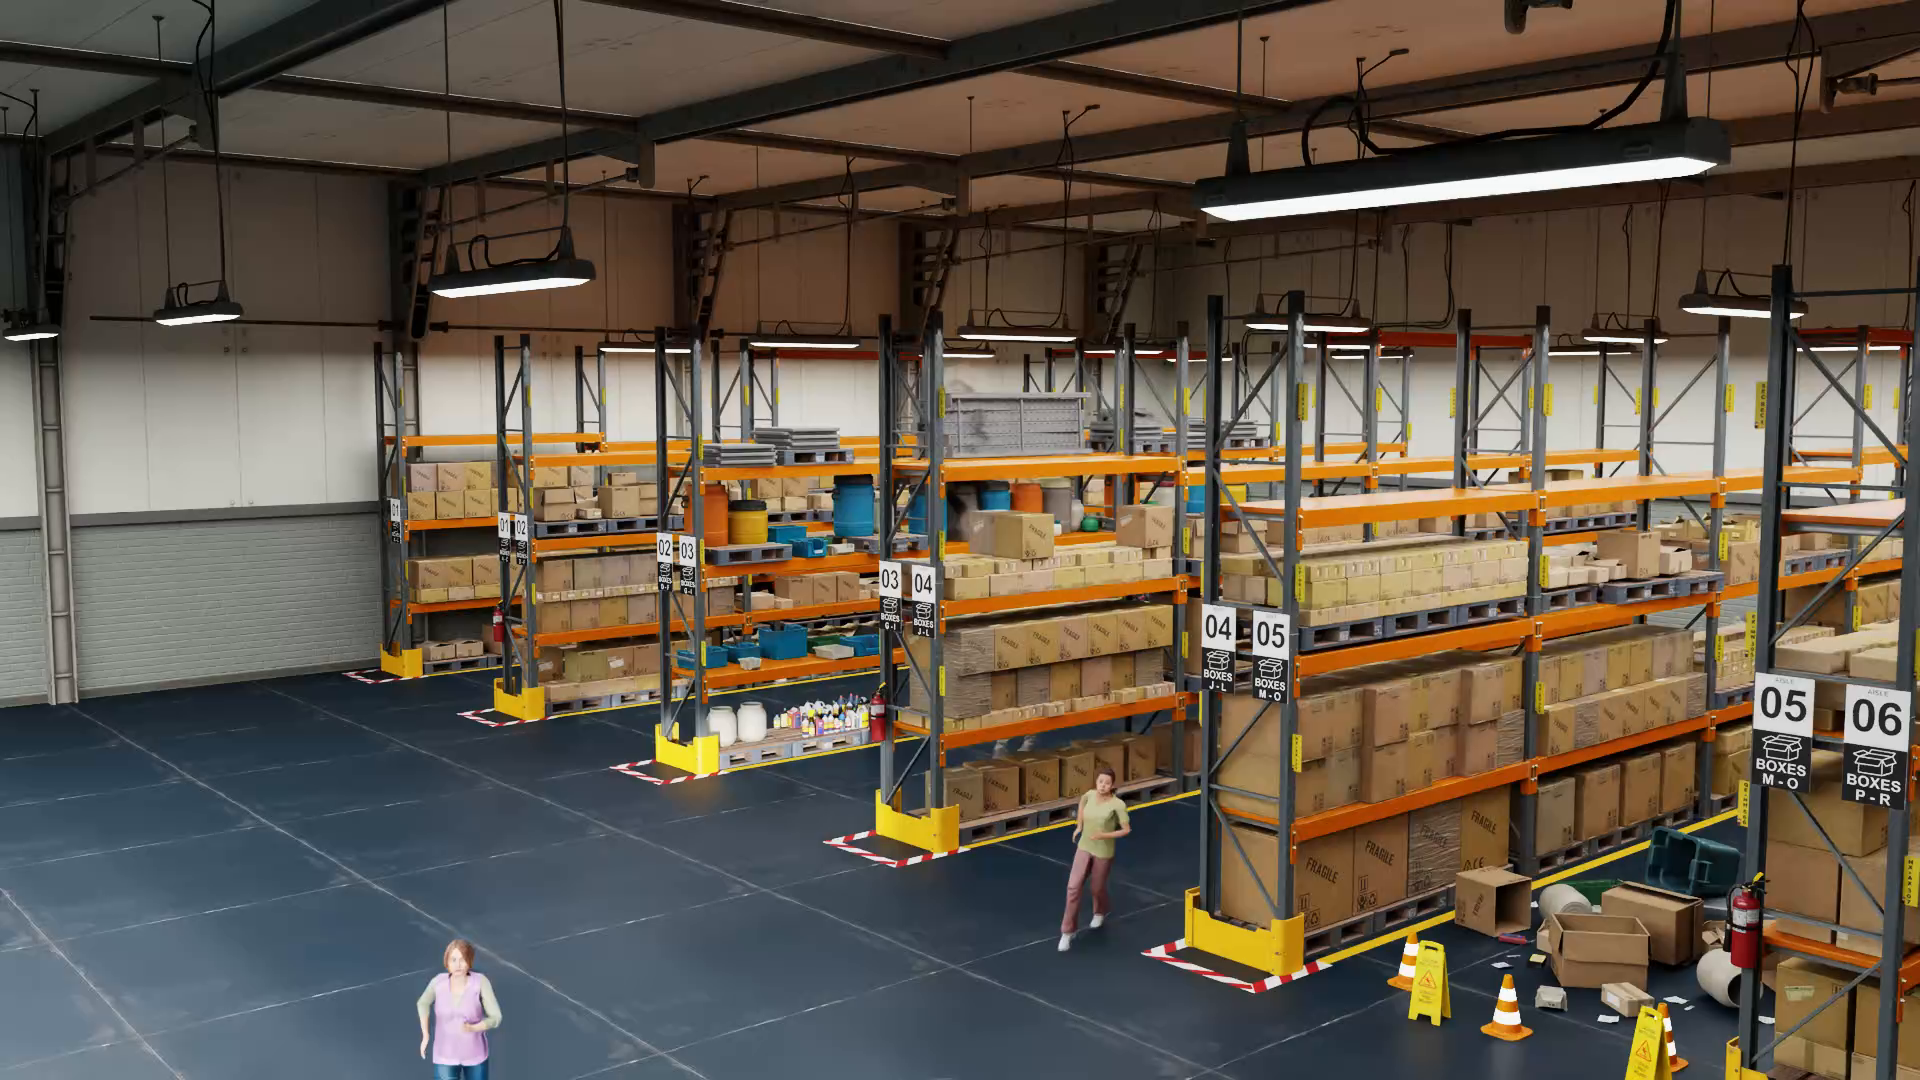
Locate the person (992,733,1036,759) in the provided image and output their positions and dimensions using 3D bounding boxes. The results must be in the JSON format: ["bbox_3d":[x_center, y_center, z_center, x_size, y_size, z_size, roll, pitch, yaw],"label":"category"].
[{"bbox_3d":[0.706,2.007,21.922,0.659,1.890,0.769,5,7,42],"label":"person"}]

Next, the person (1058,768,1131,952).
[{"bbox_3d":[1.320,2.935,15.511,0.591,1.679,0.880,3,6,26],"label":"person"}]

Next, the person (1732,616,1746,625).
[{"bbox_3d":[11.955,2.013,25.393,0.920,1.736,0.588,-4,6,-36],"label":"person"}]

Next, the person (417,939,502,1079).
[{"bbox_3d":[-3.237,3.379,10.775,0.531,1.572,0.878,-1,5,-16],"label":"person"}]
